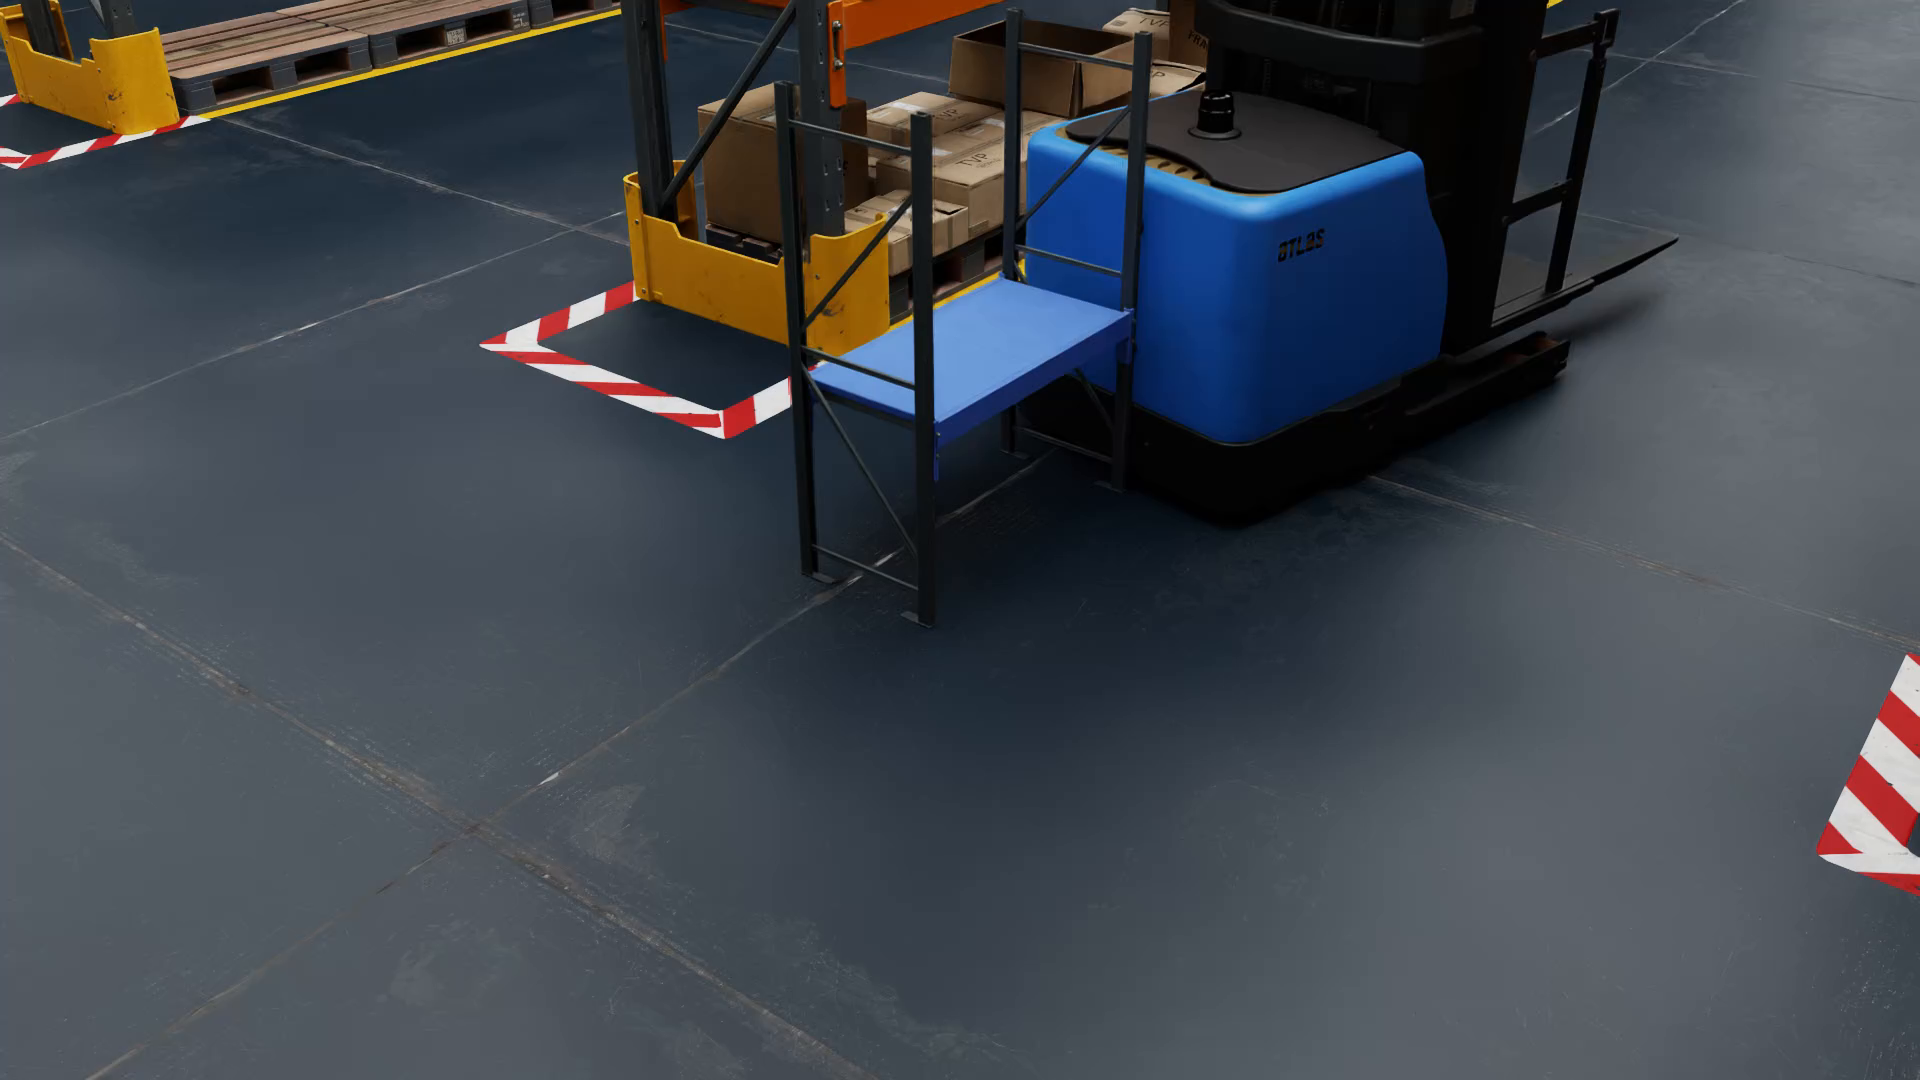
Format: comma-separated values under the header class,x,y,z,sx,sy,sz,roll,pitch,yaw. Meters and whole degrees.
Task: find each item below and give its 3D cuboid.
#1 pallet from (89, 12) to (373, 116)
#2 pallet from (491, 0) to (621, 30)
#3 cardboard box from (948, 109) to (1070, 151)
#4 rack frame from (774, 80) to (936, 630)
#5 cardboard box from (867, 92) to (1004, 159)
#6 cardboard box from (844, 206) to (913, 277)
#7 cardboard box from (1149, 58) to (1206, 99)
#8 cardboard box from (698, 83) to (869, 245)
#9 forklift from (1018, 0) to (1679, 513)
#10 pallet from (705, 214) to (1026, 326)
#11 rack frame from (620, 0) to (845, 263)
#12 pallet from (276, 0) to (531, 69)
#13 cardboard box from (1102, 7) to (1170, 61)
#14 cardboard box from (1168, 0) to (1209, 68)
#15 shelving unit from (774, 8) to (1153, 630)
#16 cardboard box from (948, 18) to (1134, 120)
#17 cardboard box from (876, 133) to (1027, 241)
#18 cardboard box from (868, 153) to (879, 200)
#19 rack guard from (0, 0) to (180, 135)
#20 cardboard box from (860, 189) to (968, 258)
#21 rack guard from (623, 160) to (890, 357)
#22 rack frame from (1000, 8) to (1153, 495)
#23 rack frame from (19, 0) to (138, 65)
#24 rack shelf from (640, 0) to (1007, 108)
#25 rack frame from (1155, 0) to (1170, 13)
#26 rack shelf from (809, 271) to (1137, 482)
class,x,y,z,sx,sy,sz,roll,pitch,yaw
pallet,-4.285,-2.831,9.819,1.003,0.211,1.213,21,37,31
pallet,-2.812,-3.823,11.493,1.003,0.211,1.213,21,37,31
cardboard box,0.291,-1.728,7.489,0.500,0.250,0.500,21,37,31
rack frame,-0.276,-0.469,4.570,0.500,1.500,0.032,21,37,32
cardboard box,-0.138,-1.861,7.714,0.500,0.250,0.500,21,37,31
cardboard box,-0.341,-1.208,6.712,0.380,0.149,0.250,21,37,31
cardboard box,0.977,-2.216,8.253,0.500,0.311,0.500,21,37,31
cardboard box,-0.735,-1.592,7.014,0.500,0.500,0.500,21,37,31
forklift,1.649,-1.968,5.697,3.031,2.935,1.130,-24,38,-34
pallet,-0.341,-1.337,7.299,1.003,0.211,1.213,21,37,31
rack frame,-0.867,-2.181,5.988,1.000,3.000,0.127,21,37,31
pallet,-3.548,-3.325,10.653,1.003,0.211,1.213,21,37,31
cardboard box,1.121,-2.736,9.129,0.500,0.311,0.500,21,37,31
cardboard box,1.430,-2.602,8.719,0.500,0.500,0.500,21,37,31
shelving unit,0.035,-0.674,4.916,0.538,1.500,1.048,21,37,32
cardboard box,0.417,-2.157,7.965,0.797,0.503,0.637,21,37,31
cardboard box,-0.011,-1.524,7.146,0.500,0.250,0.500,21,37,31
cardboard box,-0.419,-1.585,7.330,0.380,0.166,0.250,21,37,31
rack guard,-4.818,-2.618,9.177,1.175,0.500,0.348,21,37,31
cardboard box,-0.190,-1.318,6.879,0.380,0.166,0.250,21,37,31
rack guard,-0.821,-1.137,6.678,1.175,0.500,0.348,21,37,31
rack frame,0.345,-0.879,5.262,0.500,1.500,0.032,21,37,32
rack frame,-4.814,-3.707,8.563,1.000,3.000,0.127,21,37,31
rack shelf,0.340,-2.685,7.543,1.077,0.370,4.000,21,37,31
rack frame,1.547,-3.807,8.732,1.000,3.000,0.127,21,37,31
rack shelf,0.035,-0.519,5.007,0.538,0.185,1.000,21,37,32
